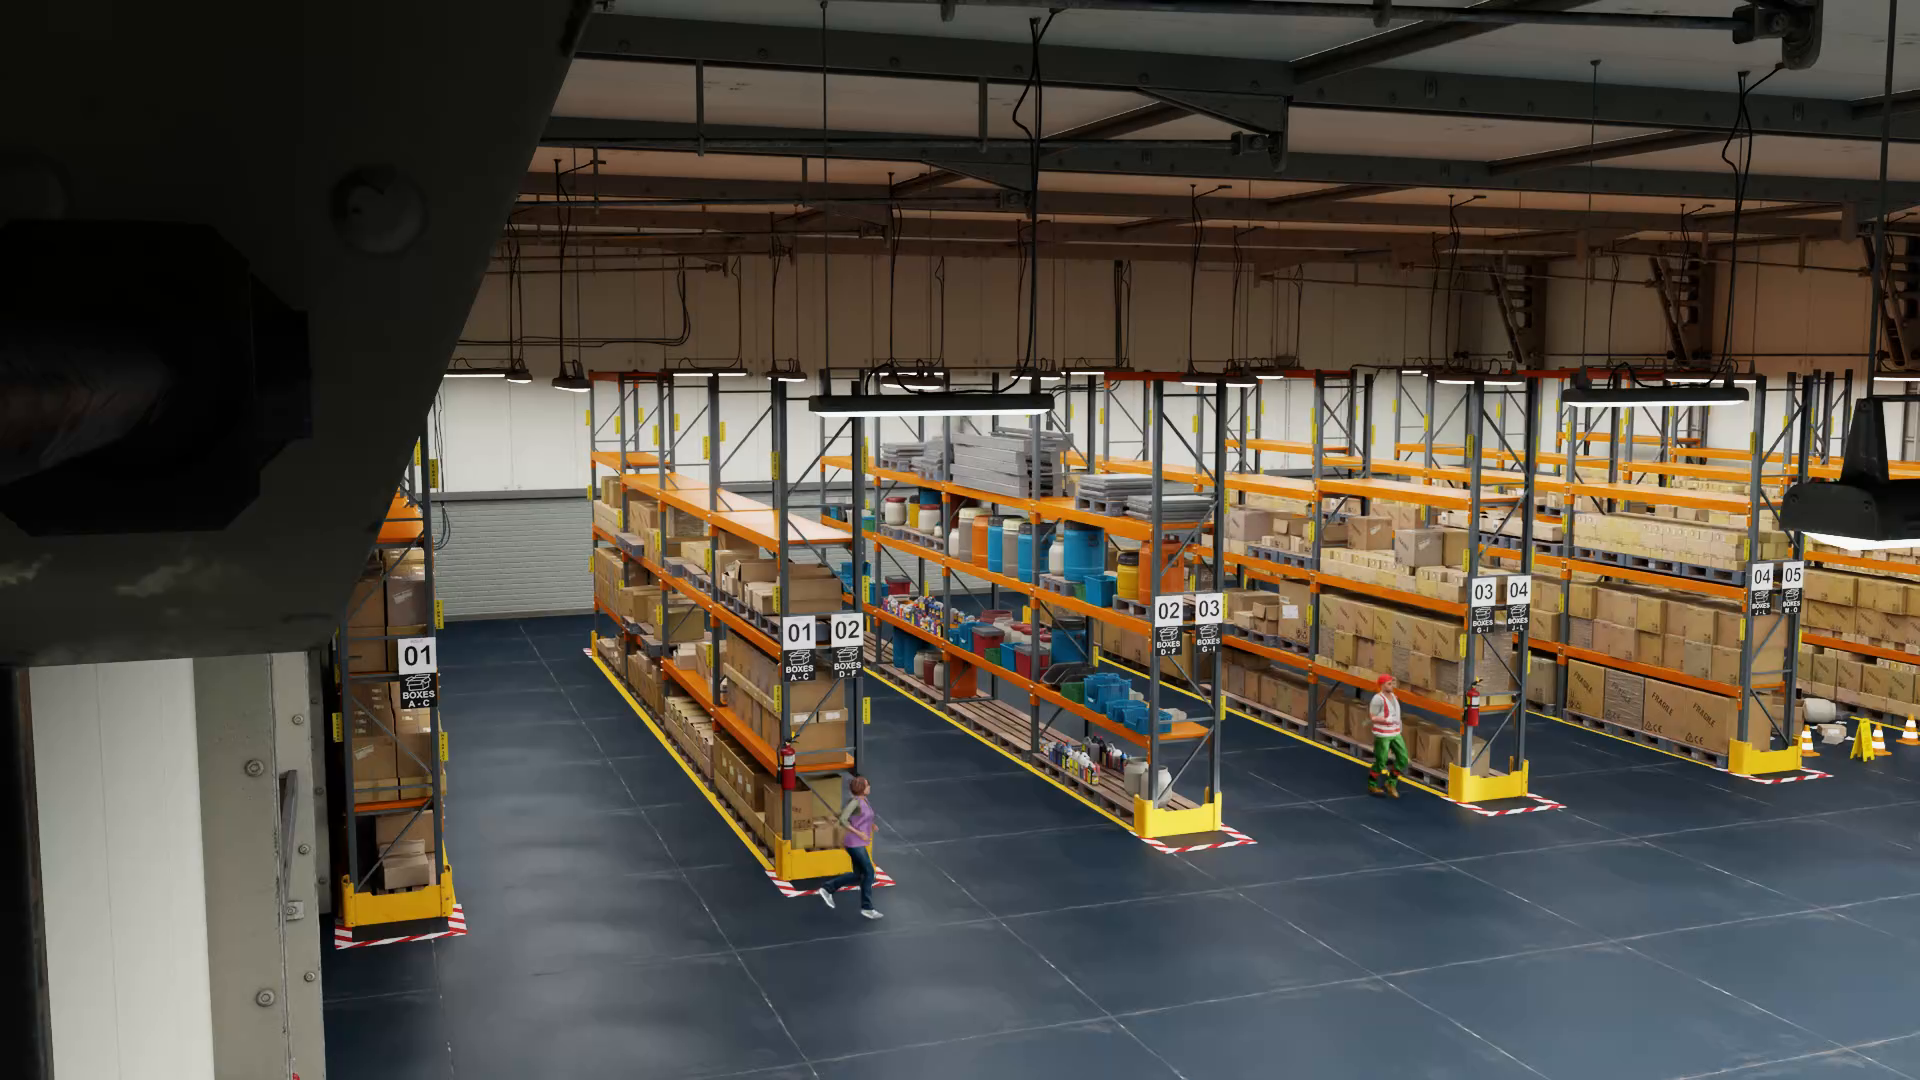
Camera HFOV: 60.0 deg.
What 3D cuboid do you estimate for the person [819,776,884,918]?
[{"bbox_3d":[-1.213,3.477,18.889,0.760,1.579,0.580,1,6,10],"label":"person"}]

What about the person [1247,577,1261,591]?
[{"bbox_3d":[7.343,0.873,41.670,0.632,1.664,0.757,4,7,29],"label":"person"}]

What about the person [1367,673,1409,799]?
[{"bbox_3d":[6.119,2.804,23.711,0.642,1.807,0.677,-4,7,-31],"label":"person"}]
